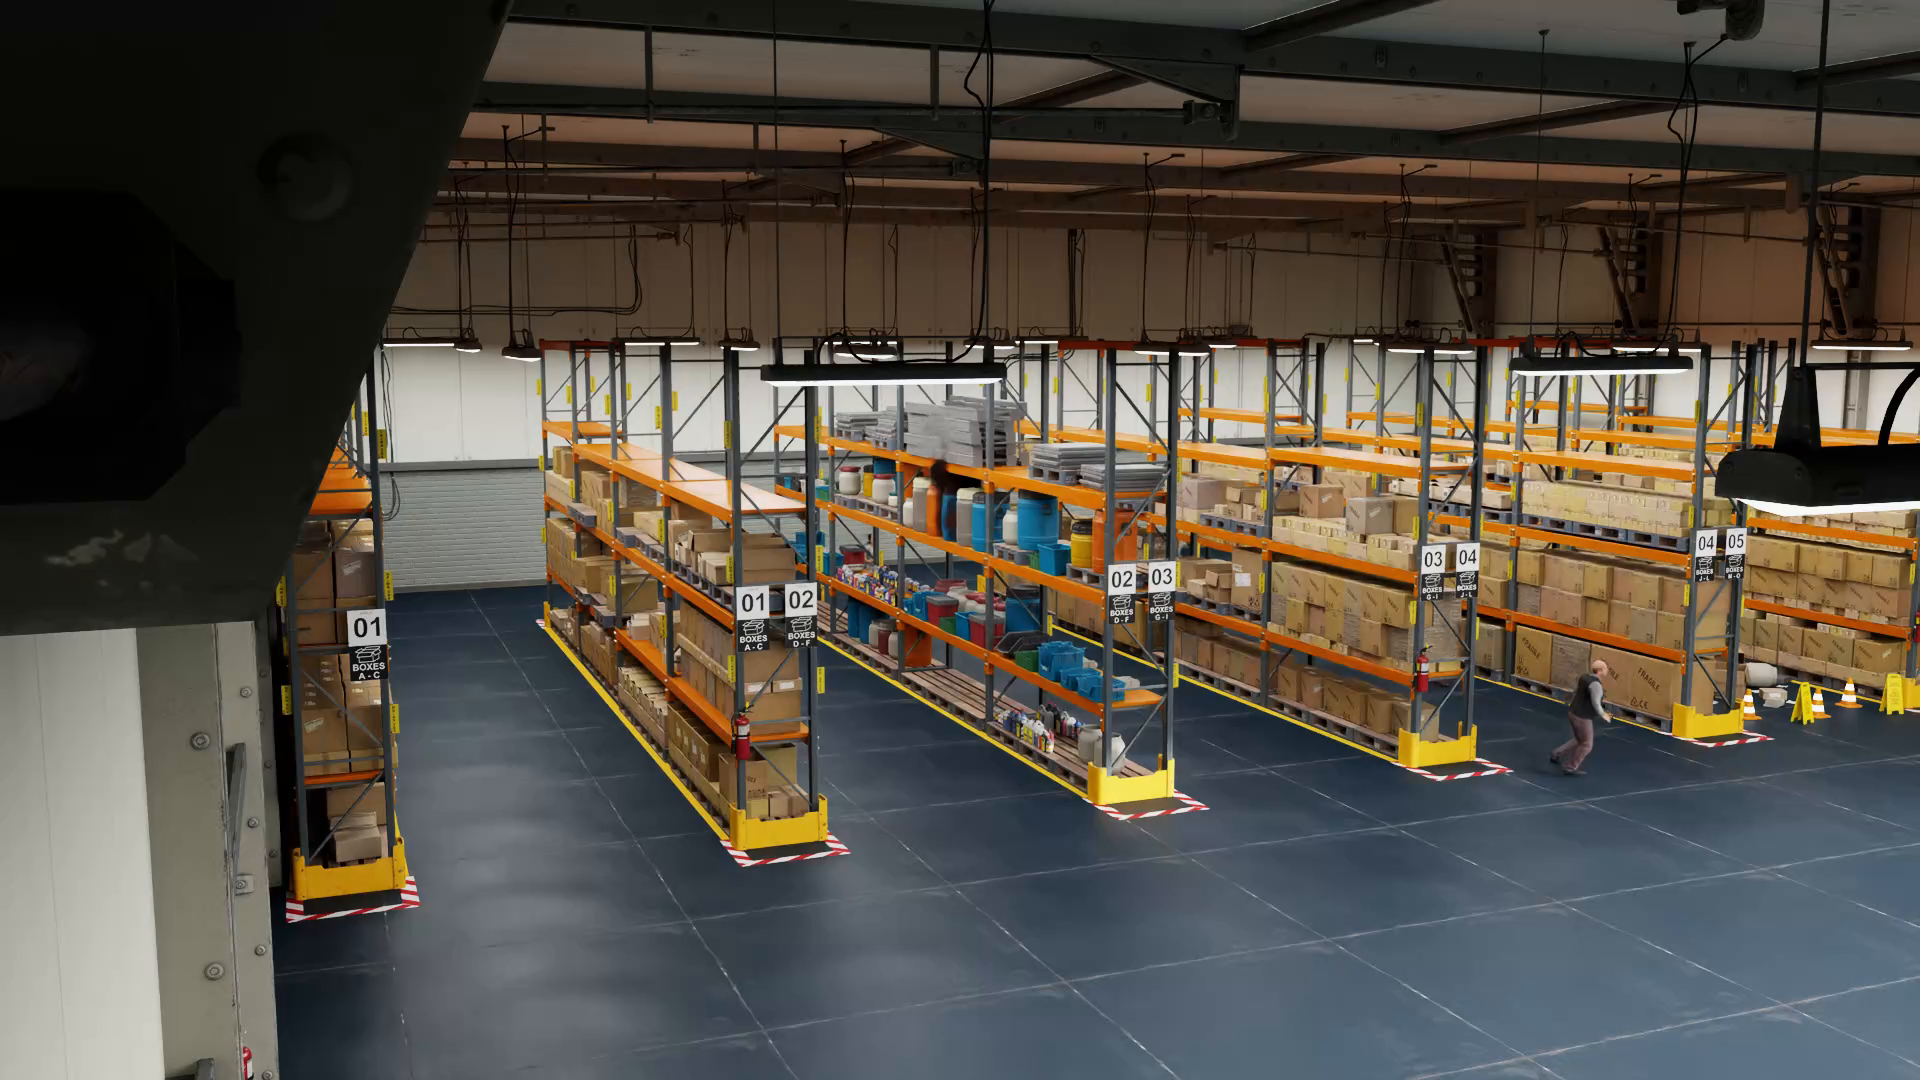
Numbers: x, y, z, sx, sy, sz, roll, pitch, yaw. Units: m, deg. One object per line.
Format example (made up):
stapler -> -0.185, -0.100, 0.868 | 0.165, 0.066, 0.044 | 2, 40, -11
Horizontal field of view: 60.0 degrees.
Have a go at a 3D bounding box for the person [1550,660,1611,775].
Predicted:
person -> 8.717, 2.492, 23.323 | 0.755, 1.644, 0.631 | 0, 7, 3

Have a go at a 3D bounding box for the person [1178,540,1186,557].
person -> 5.529, 0.067, 42.171 | 0.679, 1.605, 0.498 | -7, 10, -43

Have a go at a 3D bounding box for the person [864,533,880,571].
person -> -1.982, 0.666, 37.406 | 0.905, 1.657, 0.596 | 7, 10, 43

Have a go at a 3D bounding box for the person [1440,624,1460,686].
person -> 8.460, 1.730, 29.187 | 0.587, 1.638, 0.445 | 1, 7, 6
